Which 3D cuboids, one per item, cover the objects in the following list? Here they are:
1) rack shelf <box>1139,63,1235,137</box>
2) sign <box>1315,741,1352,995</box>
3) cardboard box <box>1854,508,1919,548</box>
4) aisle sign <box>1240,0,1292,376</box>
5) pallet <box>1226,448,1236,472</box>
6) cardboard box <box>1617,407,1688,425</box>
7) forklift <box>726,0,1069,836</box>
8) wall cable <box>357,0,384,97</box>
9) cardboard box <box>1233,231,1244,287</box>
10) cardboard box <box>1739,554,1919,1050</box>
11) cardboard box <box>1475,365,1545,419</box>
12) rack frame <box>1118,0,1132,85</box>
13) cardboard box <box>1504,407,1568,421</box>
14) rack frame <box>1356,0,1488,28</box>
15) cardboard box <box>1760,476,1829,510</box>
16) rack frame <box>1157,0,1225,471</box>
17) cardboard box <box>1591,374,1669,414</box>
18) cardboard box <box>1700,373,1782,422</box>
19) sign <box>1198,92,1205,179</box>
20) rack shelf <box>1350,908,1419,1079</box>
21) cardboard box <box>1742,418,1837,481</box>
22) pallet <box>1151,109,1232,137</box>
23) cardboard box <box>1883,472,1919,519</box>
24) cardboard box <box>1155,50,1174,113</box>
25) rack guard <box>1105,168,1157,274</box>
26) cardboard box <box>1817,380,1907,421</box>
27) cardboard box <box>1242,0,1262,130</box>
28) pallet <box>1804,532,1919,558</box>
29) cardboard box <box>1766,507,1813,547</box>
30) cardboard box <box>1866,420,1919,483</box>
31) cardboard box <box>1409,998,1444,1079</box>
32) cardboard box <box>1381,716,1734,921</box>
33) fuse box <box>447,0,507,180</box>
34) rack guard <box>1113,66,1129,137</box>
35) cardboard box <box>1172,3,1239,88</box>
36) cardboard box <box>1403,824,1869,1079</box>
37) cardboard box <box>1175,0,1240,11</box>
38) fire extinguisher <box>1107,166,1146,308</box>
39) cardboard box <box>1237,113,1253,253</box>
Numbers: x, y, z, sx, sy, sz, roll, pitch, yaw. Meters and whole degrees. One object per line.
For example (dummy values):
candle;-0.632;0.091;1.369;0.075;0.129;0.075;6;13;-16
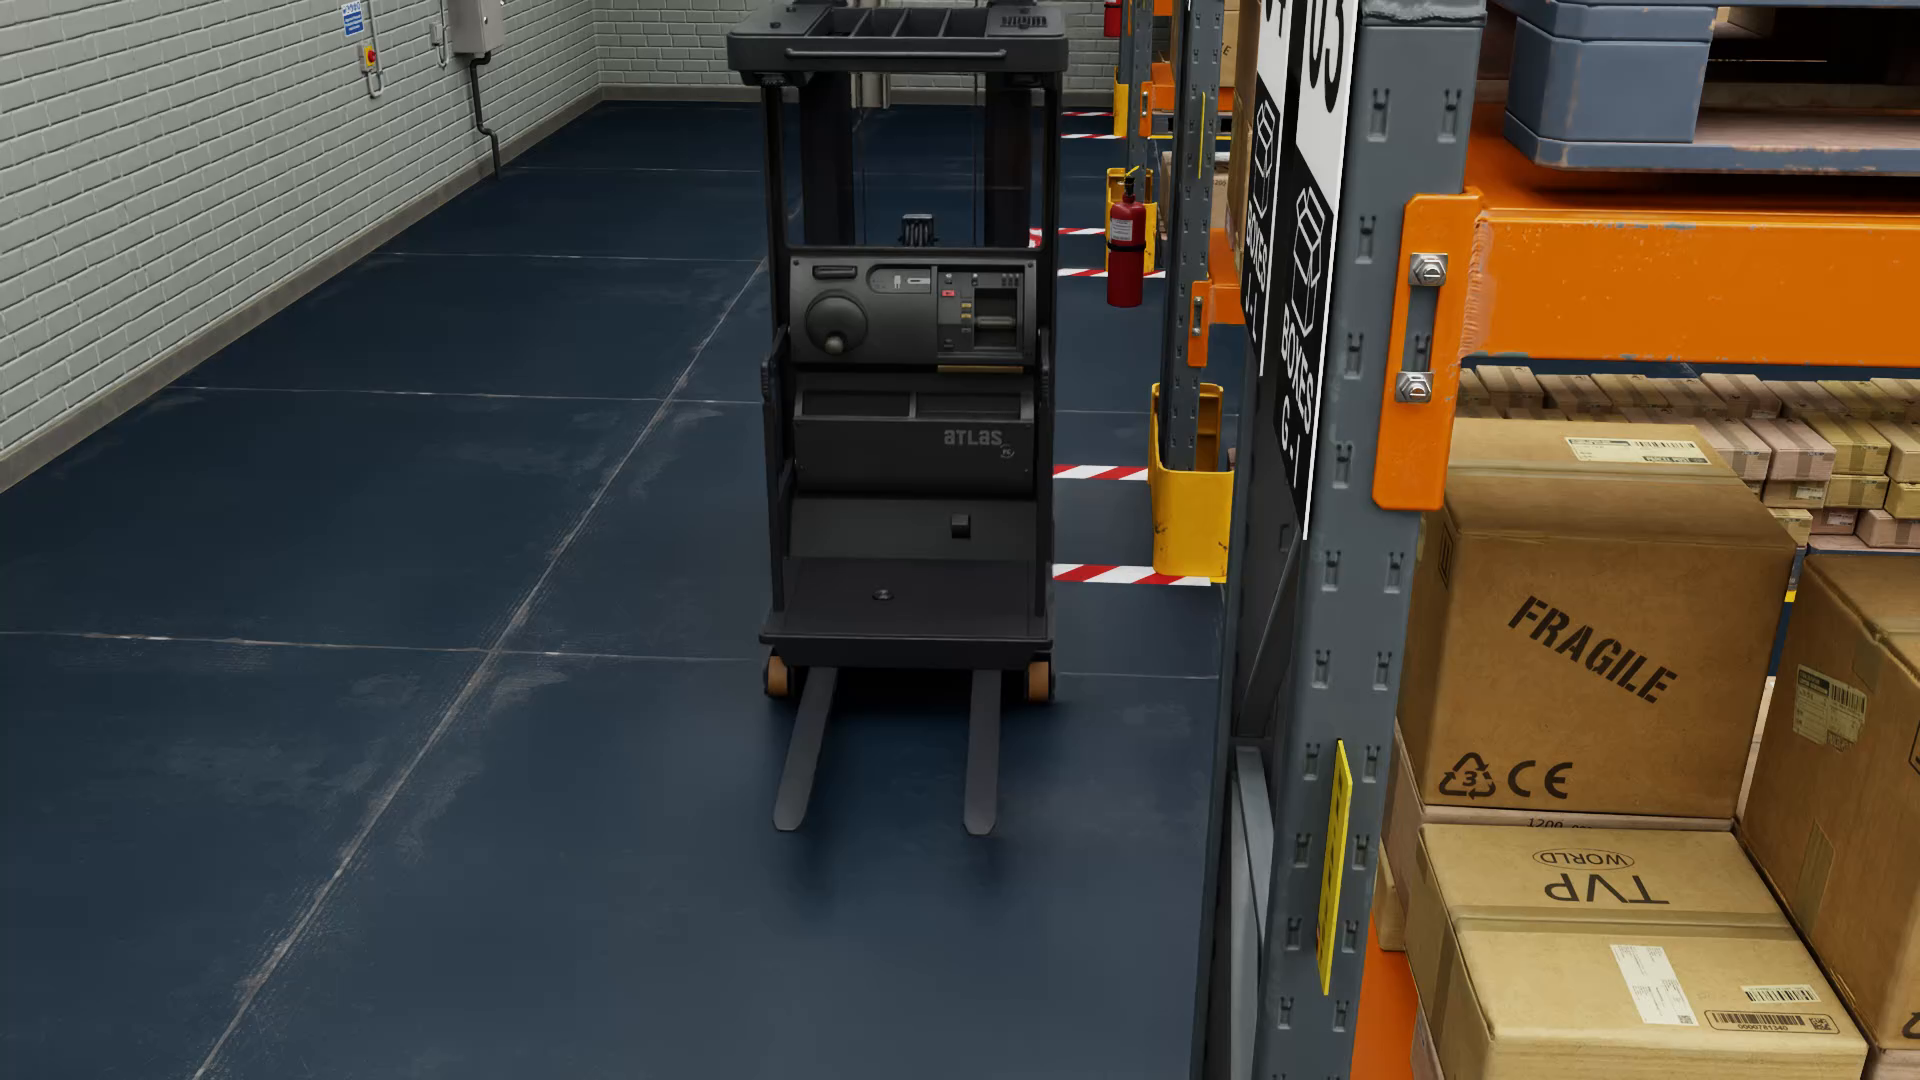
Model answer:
rack shelf;3.276;-3.122;11.806;4.000;0.370;1.077;2;25;4
sign;0.475;0.420;2.119;0.005;0.325;0.100;2;25;4
cardboard box;4.054;-0.109;7.307;0.250;0.149;0.380;1;25;2
aisle sign;0.475;-0.690;2.552;0.004;0.787;0.394;2;25;4
pallet;1.887;-0.136;7.793;1.213;0.211;1.003;2;25;4
cardboard box;3.072;-0.452;7.339;0.250;0.149;0.380;2;25;4
forklift;-0.183;-0.843;6.076;1.130;2.935;3.031;1;25;2
wall cable;-4.342;-4.159;11.947;0.123;1.953;0.585;2;25;4
cardboard box;1.302;-1.185;7.037;0.250;0.149;0.380;2;25;4
cardboard box;1.480;0.354;2.318;0.500;0.500;0.500;1;25;3
cardboard box;2.591;-0.693;7.865;0.250;0.149;0.380;3;25;6
rack frame;1.658;-5.581;16.291;0.127;3.000;1.000;2;25;4
cardboard box;2.555;-0.447;7.330;0.250;0.149;0.380;3;25;6
rack frame;0.523;-2.107;1.565;0.127;3.000;1.000;2;25;4
cardboard box;3.616;-0.280;7.322;0.250;0.149;0.380;2;25;5
rack frame;1.004;-1.446;7.304;0.127;3.000;1.000;2;25;4
cardboard box;3.108;-0.642;7.753;0.250;0.149;0.380;2;25;4
cardboard box;3.629;-0.643;7.756;0.250;0.149;0.380;2;25;5
sign;0.963;-1.613;6.632;0.005;0.325;0.100;2;25;4
rack shelf;2.518;1.009;2.830;4.000;0.370;1.077;2;25;4
cardboard box;3.581;-0.394;7.215;0.250;0.149;0.380;1;25;1
pallet;2.529;-4.287;16.814;1.213;0.211;1.003;2;25;4
cardboard box;4.114;-0.231;7.216;0.250;0.149;0.380;1;25;2
cardboard box;2.261;-4.579;16.597;0.637;0.503;0.797;1;25;2
rack guard;1.258;-2.378;12.319;0.348;0.500;1.175;2;25;4
cardboard box;4.138;-0.602;7.667;0.250;0.149;0.380;2;25;3
cardboard box;1.431;-1.956;6.740;0.500;0.500;0.500;2;25;4
pallet;4.320;-0.058;7.624;1.213;0.211;1.003;2;25;4
cardboard box;3.543;-0.117;7.325;0.250;0.149;0.380;2;25;4
cardboard box;4.111;-0.384;7.191;0.250;0.149;0.380;2;25;4
cardboard box;0.852;0.881;2.547;0.250;0.149;0.380;2;25;5
cardboard box;1.027;0.456;2.994;0.500;0.250;0.500;1;25;3
fuse box;-4.036;-3.969;14.328;0.414;1.711;0.539;2;25;4
rack guard;1.734;-4.443;16.808;0.348;0.500;1.175;2;25;4
cardboard box;1.739;-3.423;11.480;0.500;0.500;0.500;2;25;4
cardboard box;0.981;0.679;2.510;0.500;0.250;0.500;1;25;3
cardboard box;1.739;-3.878;11.274;0.500;0.500;0.500;1;25;3
fire extinguisher;0.788;-1.442;7.834;0.183;0.674;0.296;2;25;4
cardboard box;1.430;-1.497;6.940;0.500;0.500;0.500;3;25;6
